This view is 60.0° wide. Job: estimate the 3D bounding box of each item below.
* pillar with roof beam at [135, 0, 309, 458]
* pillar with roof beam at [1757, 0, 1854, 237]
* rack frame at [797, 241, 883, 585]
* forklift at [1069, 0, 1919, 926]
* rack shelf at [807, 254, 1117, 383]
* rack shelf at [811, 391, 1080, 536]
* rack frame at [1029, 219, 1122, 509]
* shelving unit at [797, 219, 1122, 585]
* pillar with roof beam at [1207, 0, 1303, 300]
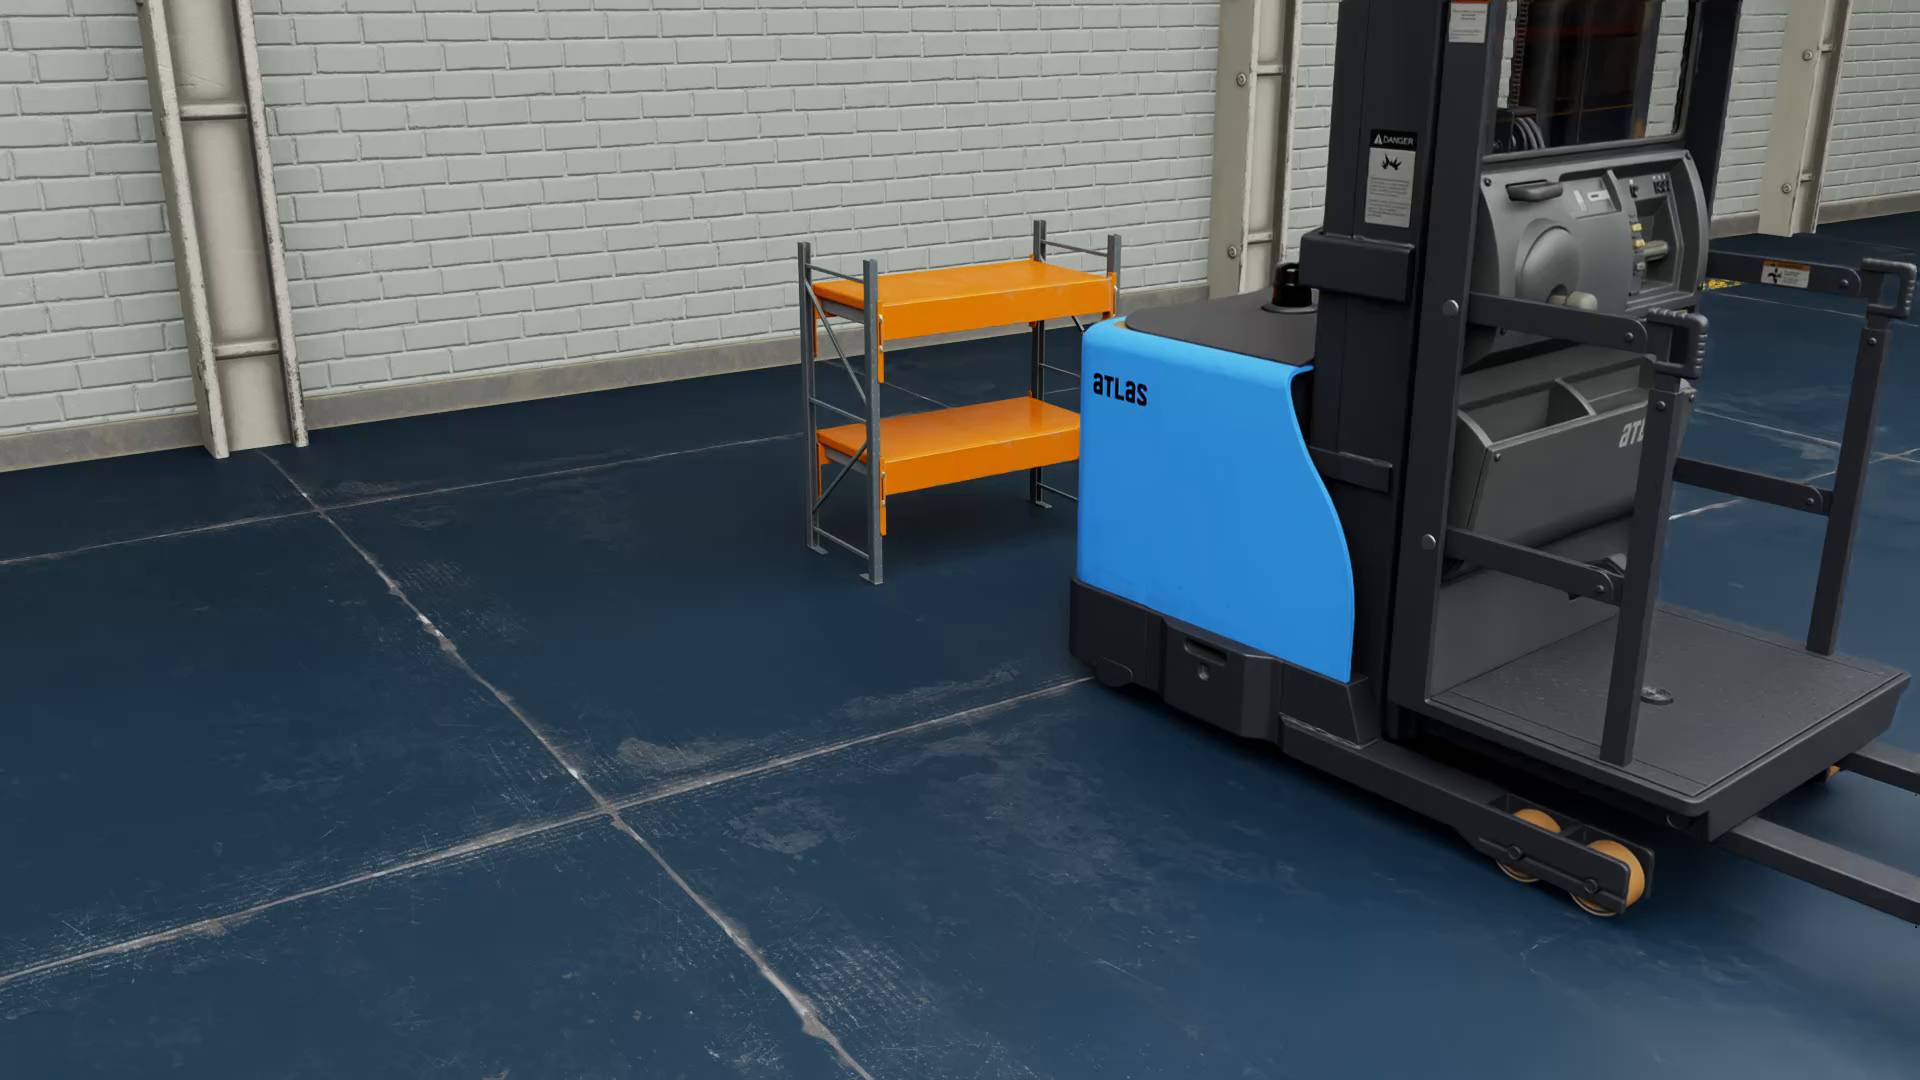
[{"bbox_3d":[-0.821,-3.545,2.680,0.400,9.000,9.100,-12,22,-31],"label":"pillar with roof beam"},{"bbox_3d":[9.201,-5.659,8.932,0.400,9.000,9.100,-12,22,-31],"label":"pillar with roof beam"},{"bbox_3d":[-0.419,-0.445,5.803,0.032,1.125,0.500,-12,22,-31],"label":"rack frame"},{"bbox_3d":[1.657,-0.724,3.810,1.130,2.935,3.031,-15,24,-37],"label":"forklift"},{"bbox_3d":[0.006,-0.811,5.974,1.000,0.278,0.538,-12,22,-31],"label":"rack shelf"},{"bbox_3d":[0.006,-0.302,6.146,1.000,0.278,0.538,-12,22,-31],"label":"rack shelf"},{"bbox_3d":[0.430,-0.624,6.333,0.032,1.125,0.500,-12,22,-31],"label":"rack frame"},{"bbox_3d":[0.006,-0.534,6.068,1.048,1.125,0.538,-12,22,-31],"label":"shelving unit"},{"bbox_3d":[4.190,-4.602,5.806,0.400,9.000,9.100,-12,22,-31],"label":"pillar with roof beam"}]
